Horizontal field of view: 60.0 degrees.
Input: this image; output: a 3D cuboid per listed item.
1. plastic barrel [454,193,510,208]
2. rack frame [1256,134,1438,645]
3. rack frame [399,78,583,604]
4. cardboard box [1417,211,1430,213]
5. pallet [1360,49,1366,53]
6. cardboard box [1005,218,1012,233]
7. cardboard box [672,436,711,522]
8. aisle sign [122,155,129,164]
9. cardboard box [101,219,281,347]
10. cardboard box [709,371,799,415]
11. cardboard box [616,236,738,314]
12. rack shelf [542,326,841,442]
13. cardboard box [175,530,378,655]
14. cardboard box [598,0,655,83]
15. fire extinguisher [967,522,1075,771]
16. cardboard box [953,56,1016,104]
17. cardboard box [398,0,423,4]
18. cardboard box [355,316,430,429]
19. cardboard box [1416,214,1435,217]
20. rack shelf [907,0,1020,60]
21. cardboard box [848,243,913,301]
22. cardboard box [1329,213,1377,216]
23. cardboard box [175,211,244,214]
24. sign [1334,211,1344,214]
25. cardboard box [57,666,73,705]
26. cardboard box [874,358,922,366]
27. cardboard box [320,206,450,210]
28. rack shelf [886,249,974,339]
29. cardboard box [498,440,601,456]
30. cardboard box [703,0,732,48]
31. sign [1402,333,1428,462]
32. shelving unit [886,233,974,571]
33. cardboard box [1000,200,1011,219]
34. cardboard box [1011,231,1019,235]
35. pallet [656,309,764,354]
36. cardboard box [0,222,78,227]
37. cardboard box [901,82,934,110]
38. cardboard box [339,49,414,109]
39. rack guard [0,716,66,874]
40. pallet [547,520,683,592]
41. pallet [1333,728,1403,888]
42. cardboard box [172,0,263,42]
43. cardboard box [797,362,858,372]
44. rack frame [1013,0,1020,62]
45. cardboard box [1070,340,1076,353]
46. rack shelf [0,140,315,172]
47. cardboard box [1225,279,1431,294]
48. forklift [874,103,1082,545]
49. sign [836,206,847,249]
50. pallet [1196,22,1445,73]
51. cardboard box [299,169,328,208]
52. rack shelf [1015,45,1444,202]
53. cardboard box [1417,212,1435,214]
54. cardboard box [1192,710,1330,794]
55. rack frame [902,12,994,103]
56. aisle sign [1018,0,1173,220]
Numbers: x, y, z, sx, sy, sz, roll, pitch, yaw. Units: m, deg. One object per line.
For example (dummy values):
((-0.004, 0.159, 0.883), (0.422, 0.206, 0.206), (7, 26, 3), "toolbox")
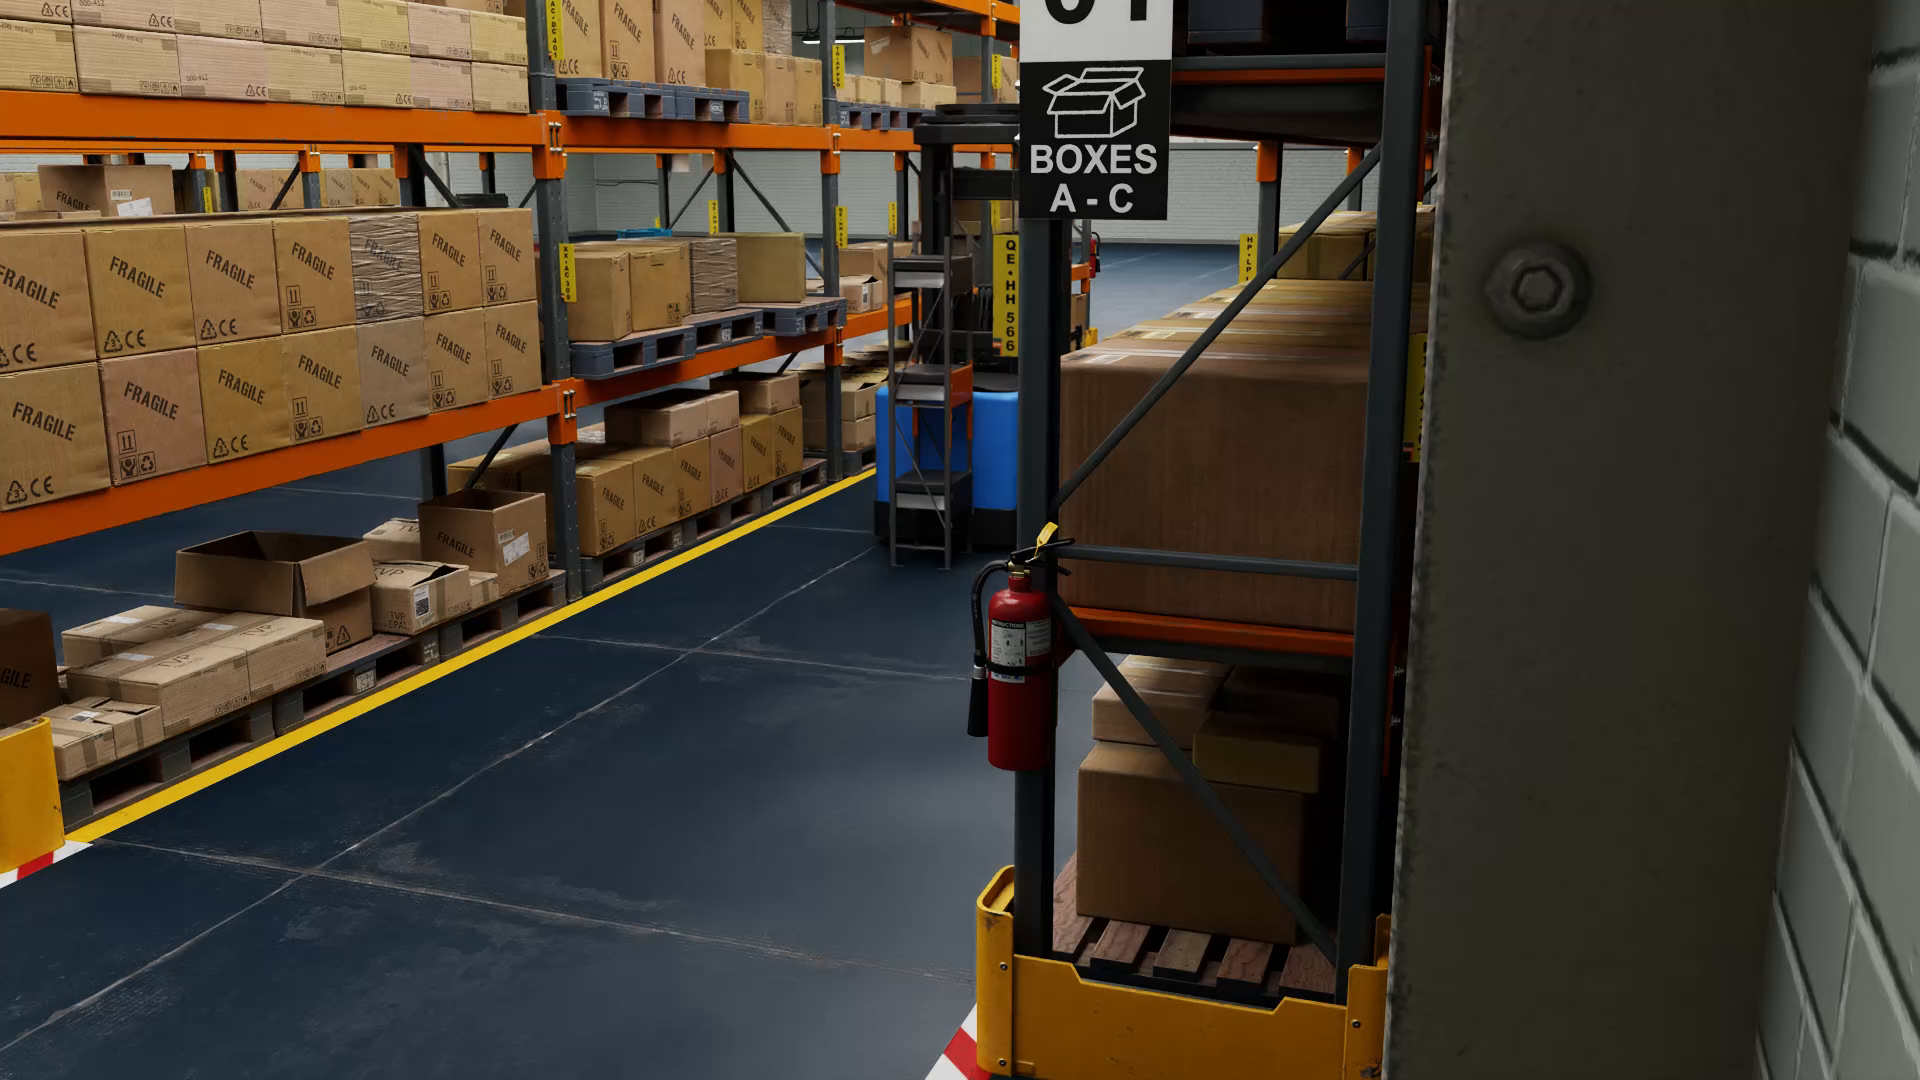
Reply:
((-5.257, -3.360, 18.335), (0.600, 0.901, 0.708), (4, 14, 18), "plastic barrel")
((1.941, -0.778, 8.146), (1.000, 3.000, 0.127), (4, 14, 18), "rack frame")
((-2.748, -1.134, 9.706), (1.000, 3.000, 0.127), (4, 14, 18), "rack frame")
((4.546, -2.992, 16.453), (0.500, 0.500, 0.500), (4, 14, 18), "cardboard box")
((1.666, -2.025, 7.071), (1.003, 0.211, 1.213), (4, 14, 18), "pallet")
((0.358, -3.388, 17.901), (0.380, 0.149, 0.250), (4, 14, 18), "cardboard box")
((-2.030, -0.431, 11.258), (0.500, 0.500, 0.500), (5, 14, 19), "cardboard box")
((-12.591, -6.013, 25.243), (0.394, 0.787, 0.004), (4, 14, 18), "aisle sign")
((-3.320, -1.118, 7.164), (0.500, 0.500, 0.500), (5, 14, 19), "cardboard box")
((-1.548, -1.111, 12.551), (0.500, 0.250, 0.500), (5, 14, 21), "cardboard box")
((-2.027, -1.910, 11.938), (0.700, 0.500, 0.500), (7, 15, 29), "cardboard box")
((-2.101, -1.204, 11.631), (1.077, 0.370, 4.000), (4, 14, 18), "rack shelf")
((-3.351, 0.265, 8.200), (0.797, 0.503, 0.637), (4, 14, 18), "cardboard box")
((-2.320, -3.141, 10.368), (0.600, 0.600, 0.600), (4, 14, 18), "cardboard box")
((0.161, 0.283, 4.513), (0.296, 0.674, 0.183), (4, 14, 18), "fire extinguisher")
((0.253, -4.689, 17.060), (0.500, 0.500, 0.500), (6, 14, 23), "cardboard box")
((-3.165, -2.932, 8.372), (0.700, 0.500, 0.500), (4, 14, 18), "cardboard box")
((-2.996, -0.842, 8.202), (0.500, 0.500, 0.500), (5, 14, 20), "cardboard box")
((3.163, -1.966, 10.730), (0.500, 0.250, 0.500), (4, 13, 17), "cardboard box")
((0.488, -5.618, 18.387), (1.077, 0.370, 4.000), (4, 14, 18), "rack shelf")
((-0.756, -2.490, 15.423), (0.500, 0.500, 0.500), (4, 14, 18), "cardboard box")
((2.671, -1.999, 10.873), (0.500, 0.250, 0.500), (4, 14, 18), "cardboard box")
((-9.327, -3.816, 20.565), (0.875, 0.500, 0.500), (4, 14, 18), "cardboard box")
((2.719, -2.183, 11.879), (0.100, 0.325, 0.005), (4, 14, 18), "sign")
((-3.883, 0.664, 7.206), (0.380, 0.166, 0.250), (4, 14, 18), "cardboard box")
((-0.511, -1.529, 15.414), (0.500, 0.311, 0.500), (4, 14, 18), "cardboard box")
((-3.166, -1.591, 9.237), (0.500, 0.500, 0.500), (5, 14, 20), "cardboard box")
((-0.184, -1.560, 10.510), (0.431, 0.518, 0.480), (4, 13, 16), "rack shelf")
((-2.691, -0.357, 10.934), (0.500, 0.500, 0.500), (4, 14, 19), "cardboard box")
((-1.931, -3.668, 11.598), (0.500, 0.500, 0.500), (4, 14, 18), "cardboard box")
((1.170, -0.355, 4.171), (0.100, 0.325, 0.005), (4, 14, 18), "sign")
((-0.184, -0.890, 10.662), (0.431, 2.100, 0.503), (4, 13, 16), "shelving unit")
((0.141, -3.700, 17.808), (0.700, 0.500, 0.500), (4, 14, 18), "cardboard box")
((0.309, -3.177, 18.436), (0.700, 0.500, 0.500), (5, 14, 19), "cardboard box")
((-2.078, -1.472, 11.621), (1.003, 0.211, 1.213), (4, 14, 18), "pallet")
((-3.995, -1.047, 6.857), (0.500, 0.500, 0.500), (5, 14, 20), "cardboard box")
((-0.543, -4.167, 15.649), (0.500, 0.250, 0.500), (3, 13, 13), "cardboard box")
((-2.979, -2.191, 7.934), (0.500, 0.250, 0.500), (4, 14, 18), "cardboard box")
((-4.017, 0.911, 6.364), (1.175, 0.500, 0.348), (4, 14, 18), "rack guard")
((-2.520, 0.052, 10.778), (1.003, 0.211, 1.213), (4, 14, 18), "pallet")
((1.228, 0.994, 6.651), (1.003, 0.211, 1.213), (4, 14, 18), "pallet")
((-3.305, -2.224, 6.957), (0.500, 0.250, 0.500), (4, 14, 18), "cardboard box")
((-1.189, -1.457, 15.099), (0.500, 0.311, 0.500), (4, 14, 18), "cardboard box")
((1.135, -6.585, 20.108), (1.000, 3.000, 0.127), (4, 14, 18), "rack frame")
((1.091, -2.284, 19.982), (0.500, 0.250, 0.500), (4, 14, 18), "cardboard box")
((-6.786, -3.024, 12.863), (1.077, 0.370, 4.000), (4, 14, 18), "rack shelf")
((1.750, -0.811, 7.618), (0.980, 0.700, 0.700), (5, 14, 19), "cardboard box")
((0.333, -1.673, 12.224), (1.130, 2.935, 3.031), (4, 13, 16), "forklift")
((-0.937, -2.465, 13.113), (0.100, 0.325, 0.005), (4, 14, 18), "sign")
((1.270, -1.769, 5.949), (1.003, 0.211, 1.213), (4, 14, 18), "pallet")
((-8.671, -4.606, 21.781), (0.500, 0.500, 0.500), (4, 14, 18), "cardboard box")
((1.294, -1.468, 6.048), (1.077, 0.370, 4.000), (4, 14, 18), "rack shelf")
((3.334, -2.075, 11.206), (0.500, 0.250, 0.500), (5, 14, 20), "cardboard box")
((0.927, 0.648, 5.115), (0.380, 0.149, 0.250), (4, 14, 19), "cardboard box")
((-0.159, -5.743, 16.418), (1.000, 3.000, 0.127), (4, 14, 18), "rack frame")
((0.339, -1.209, 4.195), (0.394, 0.787, 0.004), (4, 14, 18), "aisle sign")
